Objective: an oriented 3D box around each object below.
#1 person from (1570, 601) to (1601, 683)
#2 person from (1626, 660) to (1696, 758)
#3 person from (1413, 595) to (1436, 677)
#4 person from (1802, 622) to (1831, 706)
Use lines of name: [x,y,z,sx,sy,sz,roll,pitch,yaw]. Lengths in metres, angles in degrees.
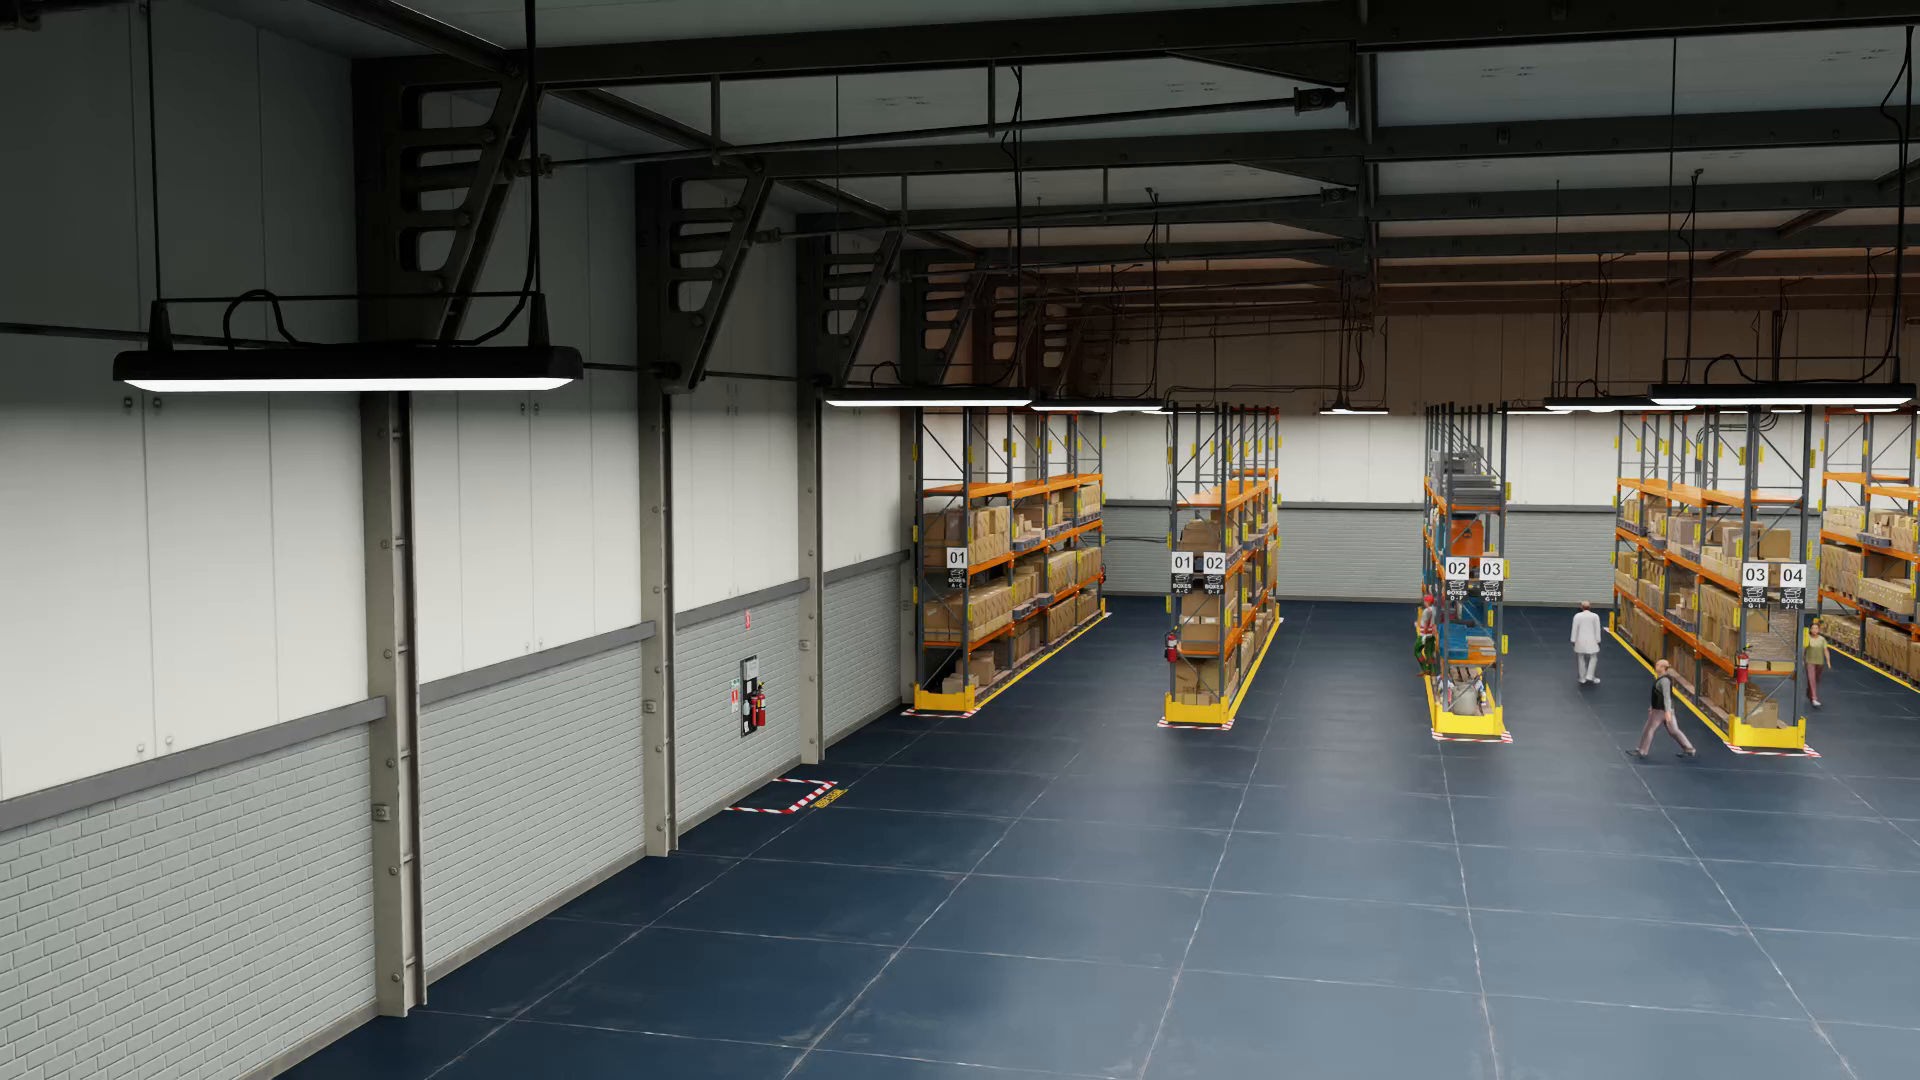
person: [13.471,2.198,35.800,0.617,1.775,0.593,1,4,16]
person: [11.733,2.830,27.793,1.070,1.674,0.538,2,5,30]
person: [10.024,2.049,35.590,0.549,1.754,0.495,-2,5,-27]
person: [16.993,2.450,33.001,0.471,1.616,0.987,1,4,10]
